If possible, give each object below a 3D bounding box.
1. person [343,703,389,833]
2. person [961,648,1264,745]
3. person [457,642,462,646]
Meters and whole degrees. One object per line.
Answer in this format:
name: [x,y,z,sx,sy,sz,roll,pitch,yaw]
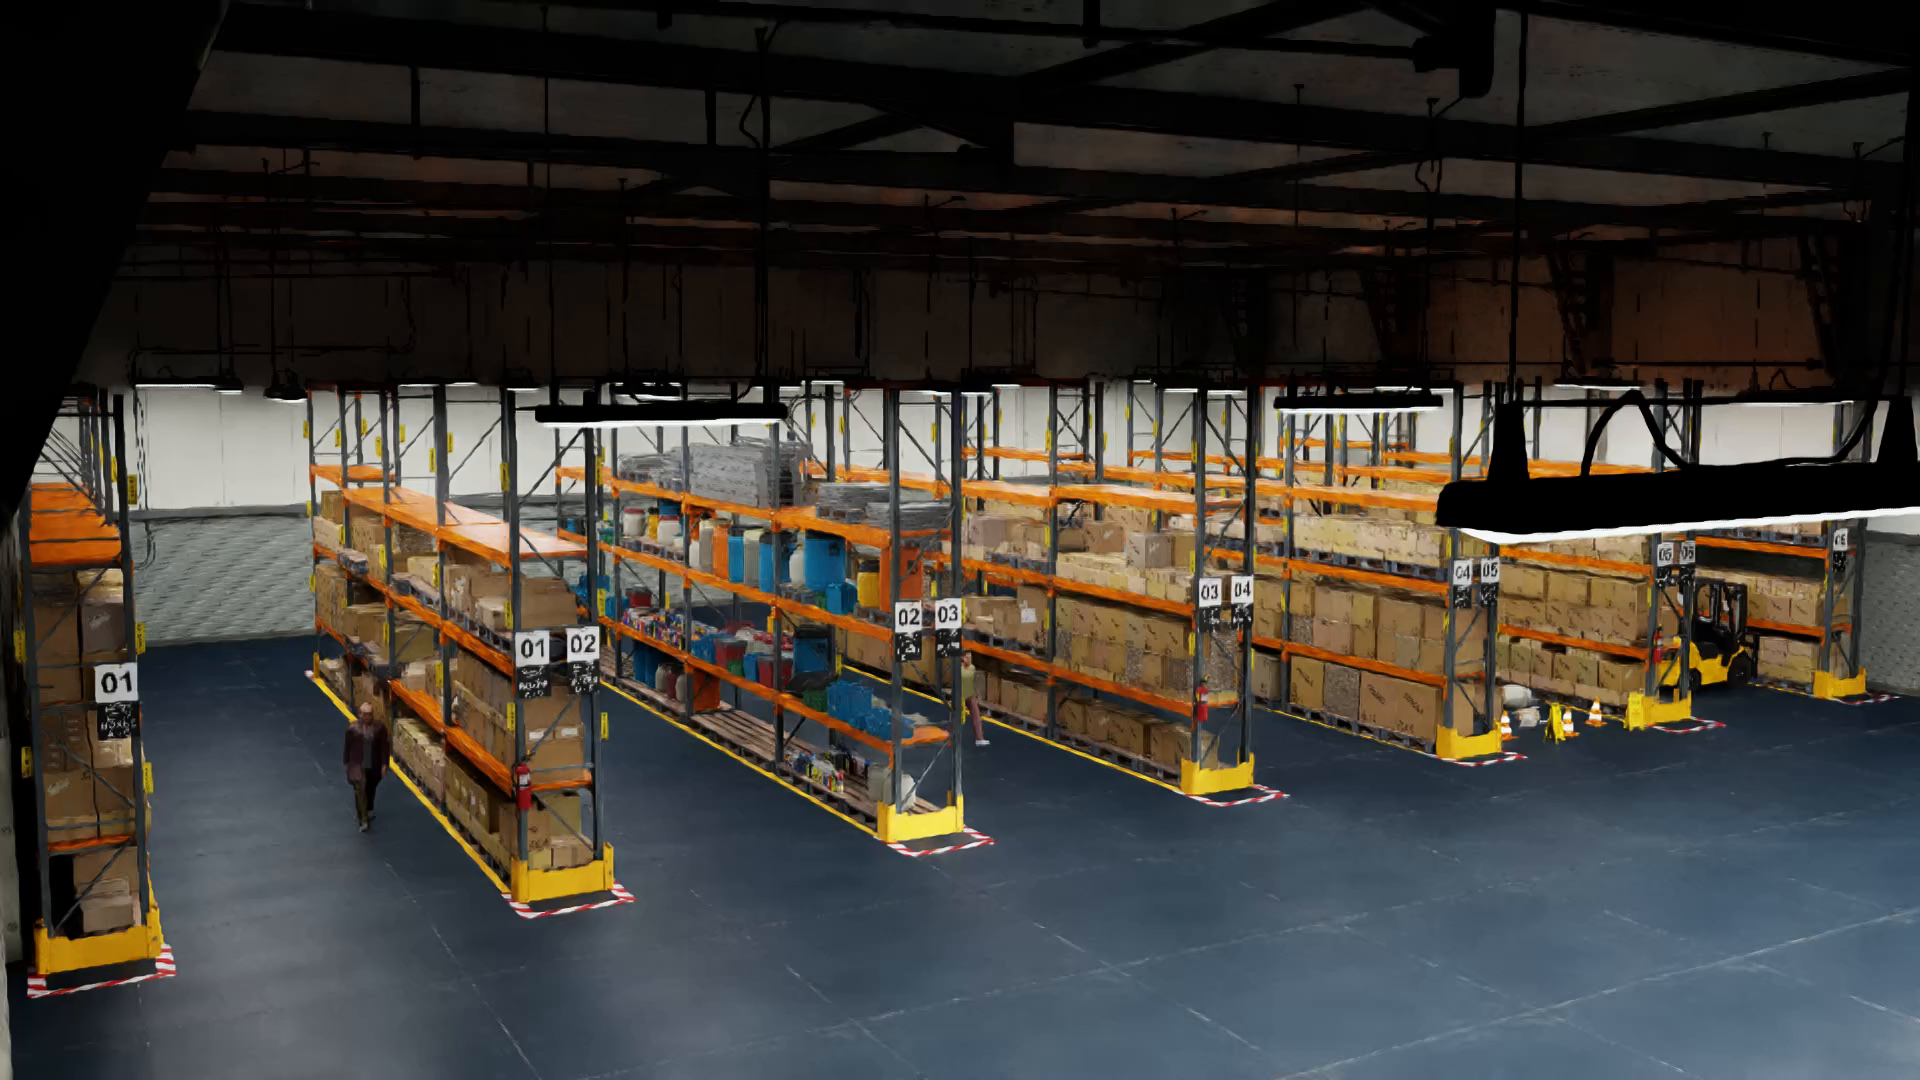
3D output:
person: [-8.073,3.055,22.669,0.589,1.697,1.174,-4,7,-30]
person: [2.014,2.286,30.604,6.573,1.613,4.620,-3,7,-27]
person: [-8.913,2.259,30.417,0.544,1.641,1.112,-3,7,-27]
